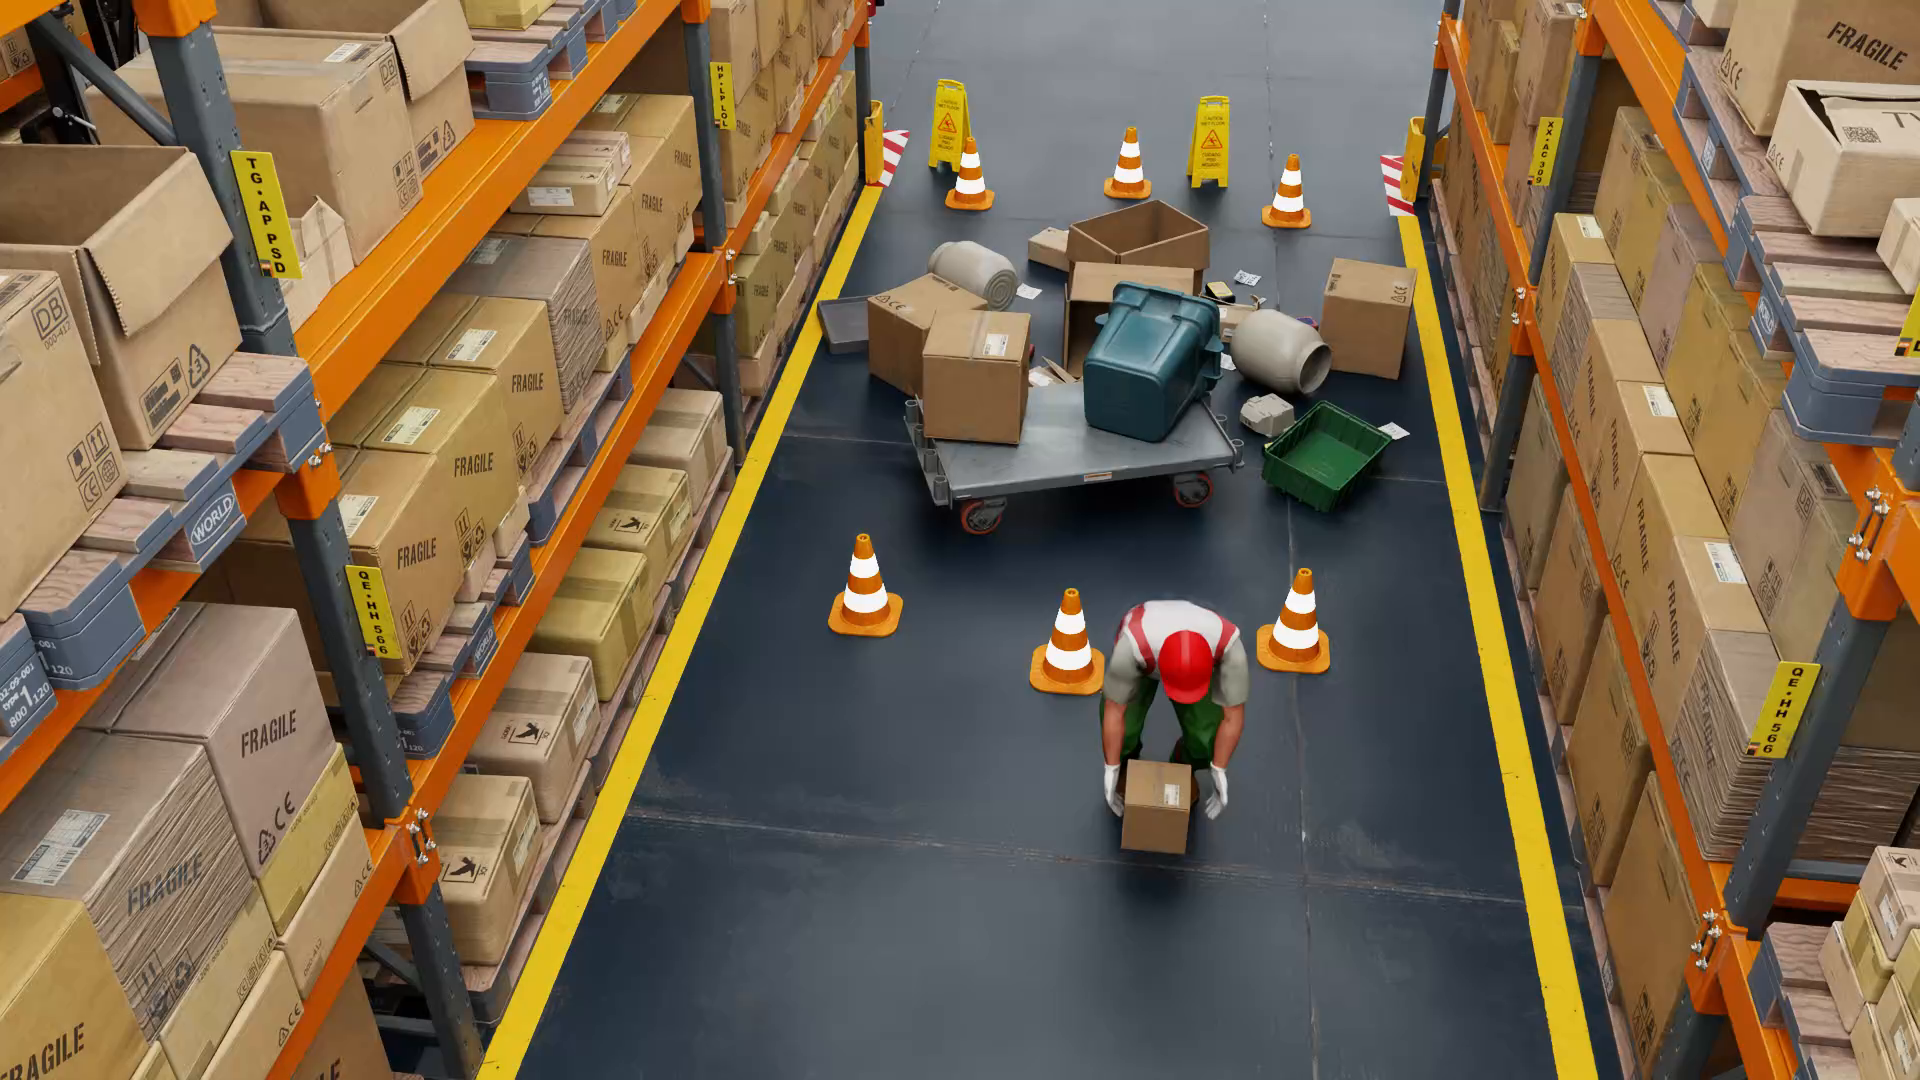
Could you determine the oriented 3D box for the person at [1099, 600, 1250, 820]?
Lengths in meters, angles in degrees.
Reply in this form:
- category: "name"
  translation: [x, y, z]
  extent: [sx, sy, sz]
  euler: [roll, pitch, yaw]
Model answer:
- category: "person"
  translation: [0.857, 0.635, 6.701]
  extent: [0.583, 1.136, 0.854]
  euler: [4, 36, 6]
